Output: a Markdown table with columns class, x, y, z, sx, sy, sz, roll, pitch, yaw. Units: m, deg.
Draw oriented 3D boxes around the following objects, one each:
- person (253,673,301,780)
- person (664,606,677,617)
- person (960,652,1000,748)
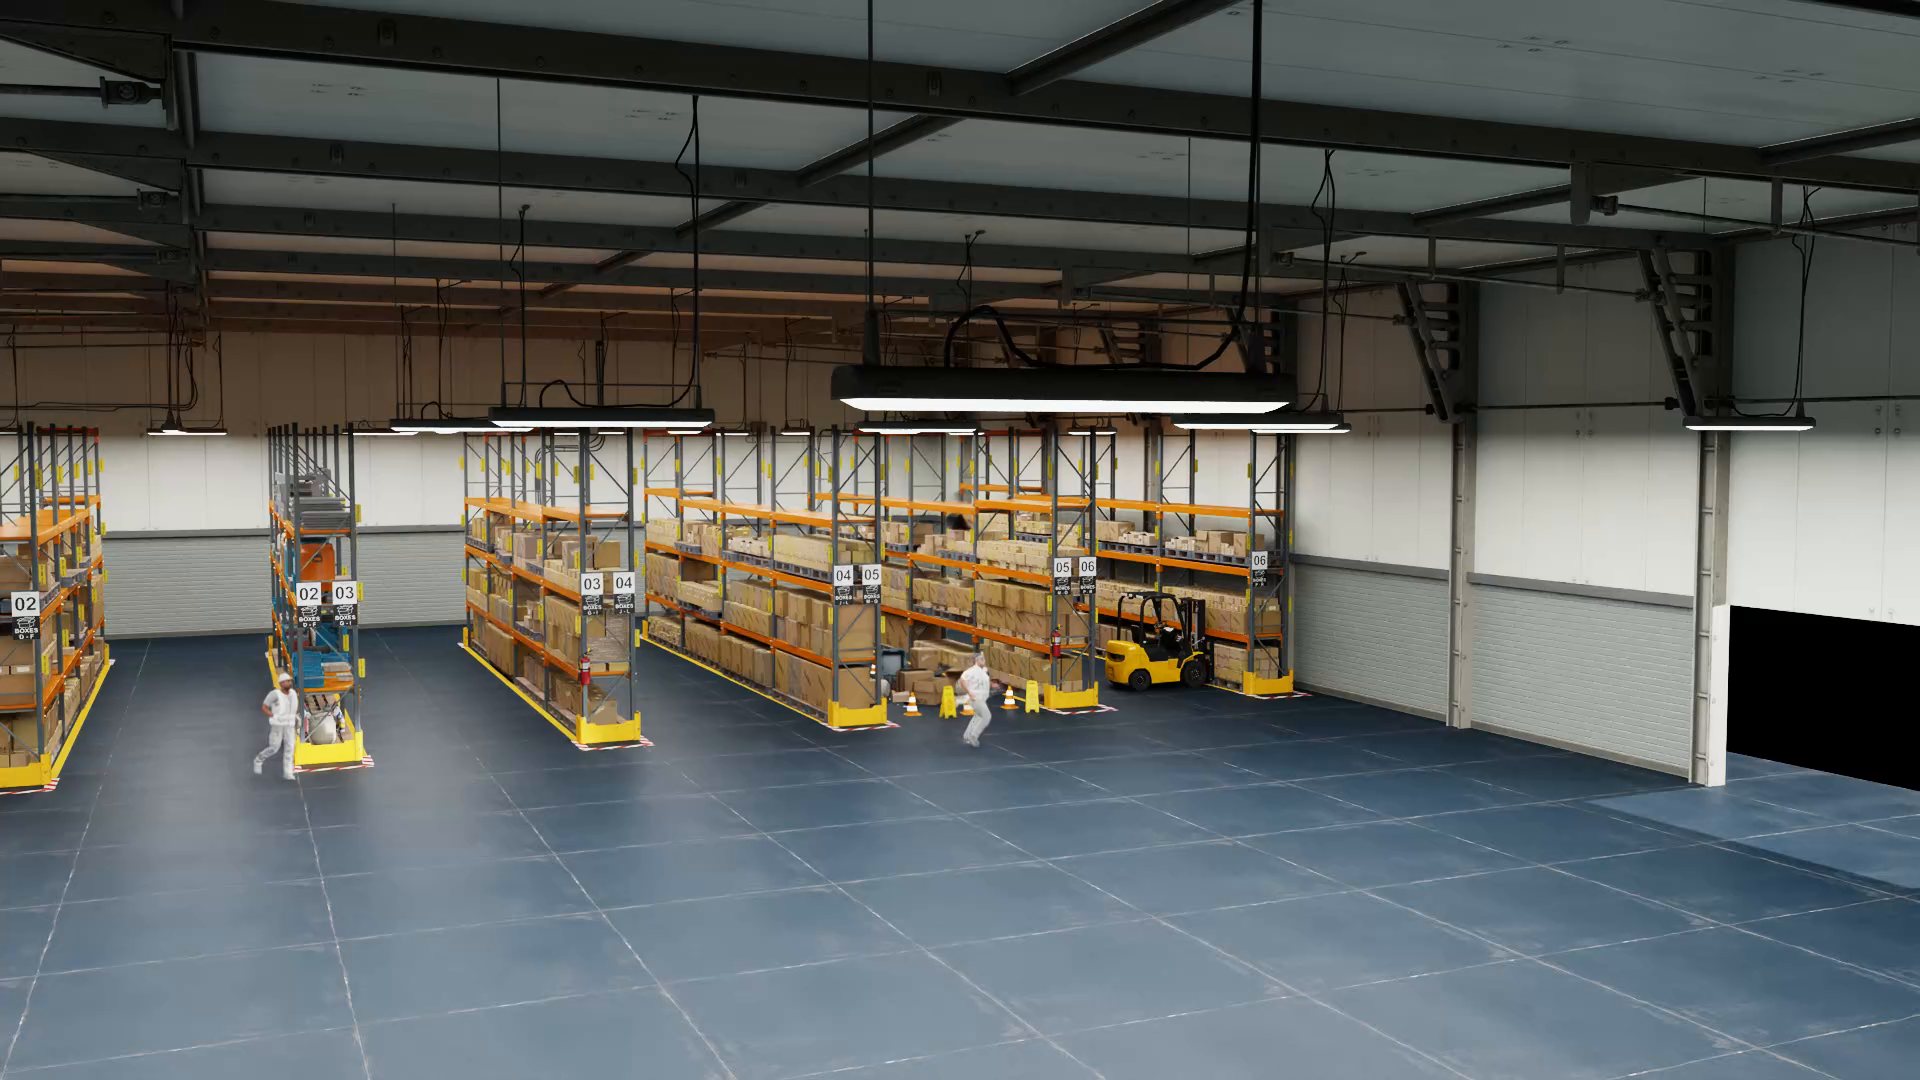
| class | x | y | z | sx | sy | sz | roll | pitch | yaw |
| --- | --- | --- | --- | --- | --- | --- | --- | --- | --- |
| person | -11.398 | 3.125 | 28.046 | 0.955 | 1.741 | 0.744 | 2 | 4 | 31 |
| person | -8.520 | 1.857 | 49.214 | 0.690 | 1.802 | 0.666 | 0 | 3 | 5 |
| person | 0.383 | 2.967 | 30.911 | 0.709 | 1.811 | 0.630 | 2 | 4 | 24 |
